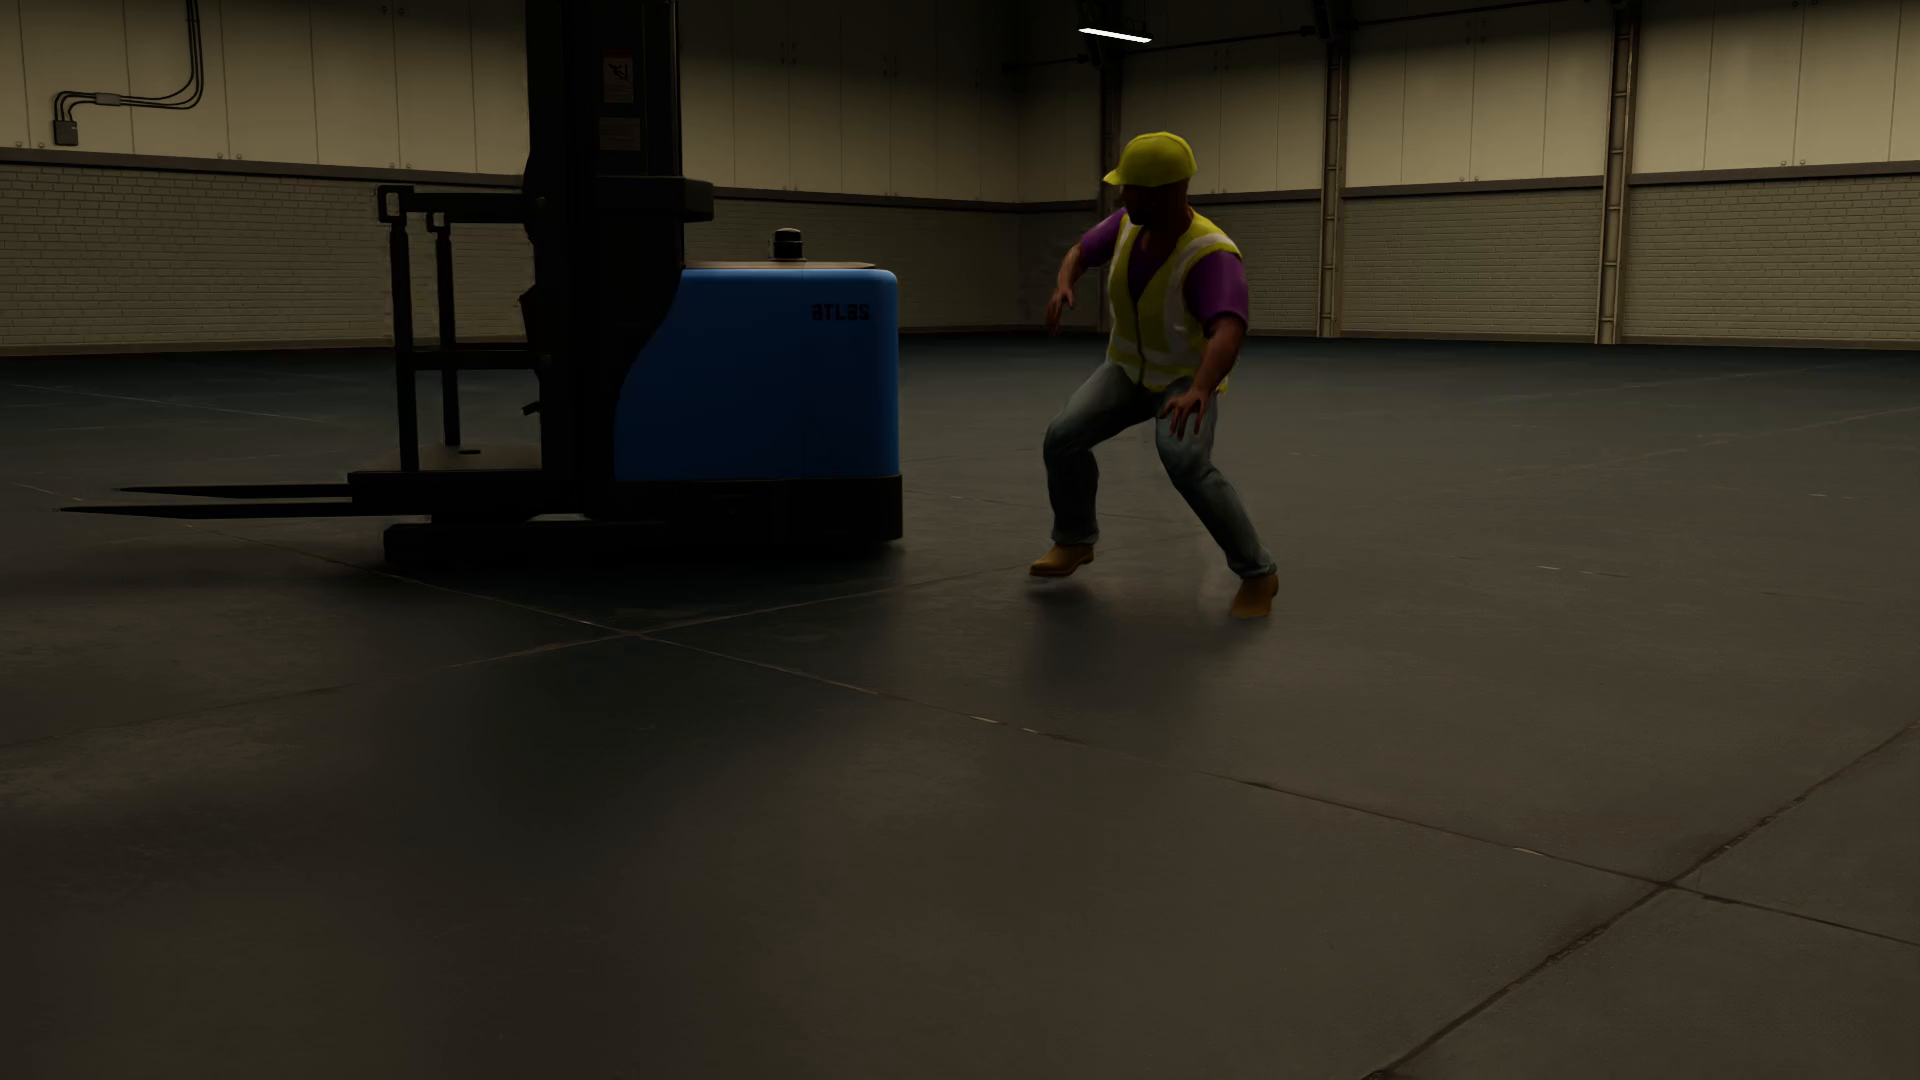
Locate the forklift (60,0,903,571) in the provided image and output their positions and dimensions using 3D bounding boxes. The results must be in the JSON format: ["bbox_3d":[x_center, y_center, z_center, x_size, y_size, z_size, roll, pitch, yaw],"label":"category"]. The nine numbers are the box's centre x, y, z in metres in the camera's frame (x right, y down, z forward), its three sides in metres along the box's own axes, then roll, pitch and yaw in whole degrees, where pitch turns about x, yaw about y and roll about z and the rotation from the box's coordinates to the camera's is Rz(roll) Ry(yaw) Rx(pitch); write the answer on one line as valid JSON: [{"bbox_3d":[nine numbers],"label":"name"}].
[{"bbox_3d":[-1.779,-1.422,6.316,3.031,2.935,1.130,-1,9,-8],"label":"forklift"}]

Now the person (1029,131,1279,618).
[{"bbox_3d":[0.581,-0.512,5.284,0.873,1.520,0.863,7,11,37],"label":"person"}]
